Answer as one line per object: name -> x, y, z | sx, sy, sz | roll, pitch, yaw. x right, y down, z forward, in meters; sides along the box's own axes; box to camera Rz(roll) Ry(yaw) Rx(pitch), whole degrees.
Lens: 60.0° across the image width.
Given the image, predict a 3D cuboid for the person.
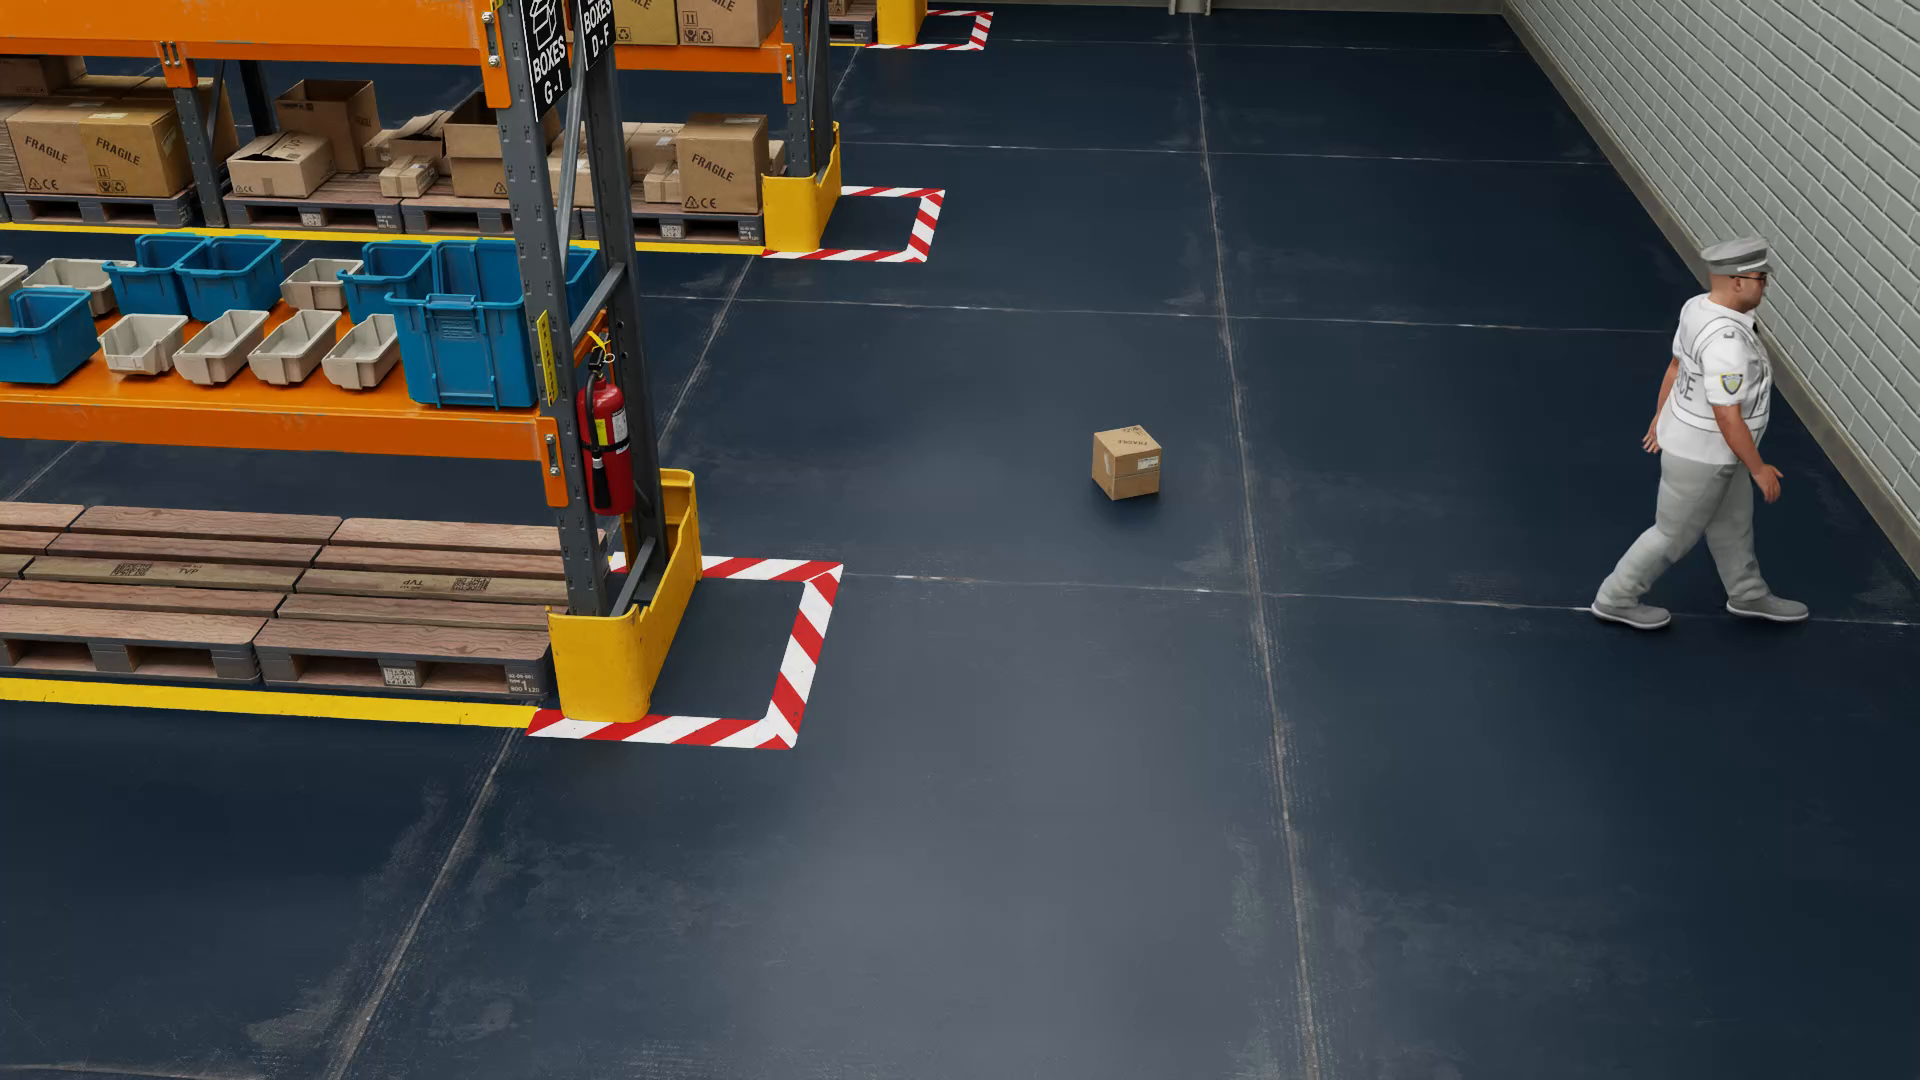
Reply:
person -> 3.173, -0.366, 6.702 | 0.880, 1.737, 0.591 | 10, 33, 15
